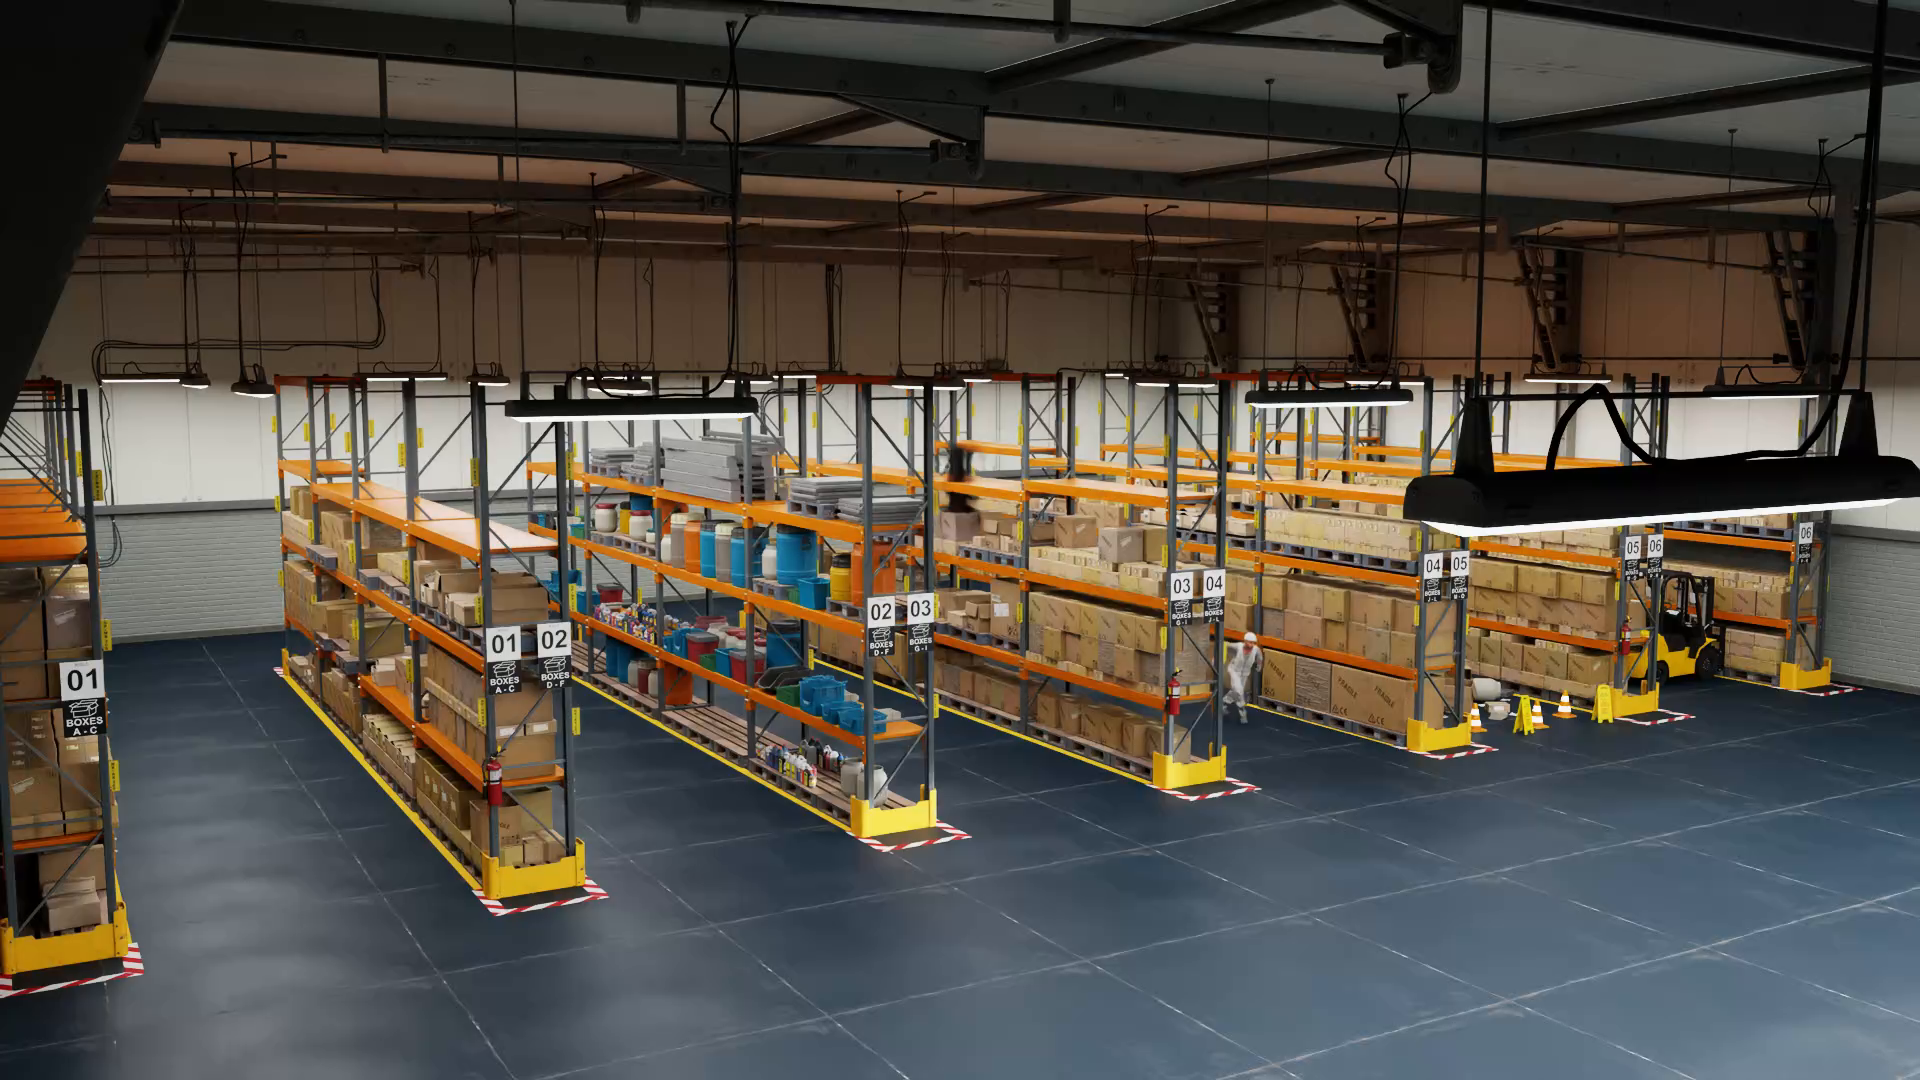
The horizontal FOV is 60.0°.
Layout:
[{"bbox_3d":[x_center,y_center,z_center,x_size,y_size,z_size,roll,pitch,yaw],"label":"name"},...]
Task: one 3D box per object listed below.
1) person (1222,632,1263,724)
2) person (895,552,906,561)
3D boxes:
[{"bbox_3d":[4.861,2.344,28.958,0.682,1.595,1.119,-2,7,-16],"label":"person"},{"bbox_3d":[-1.596,1.023,40.489,0.685,1.770,0.726,-2,7,-18],"label":"person"}]
